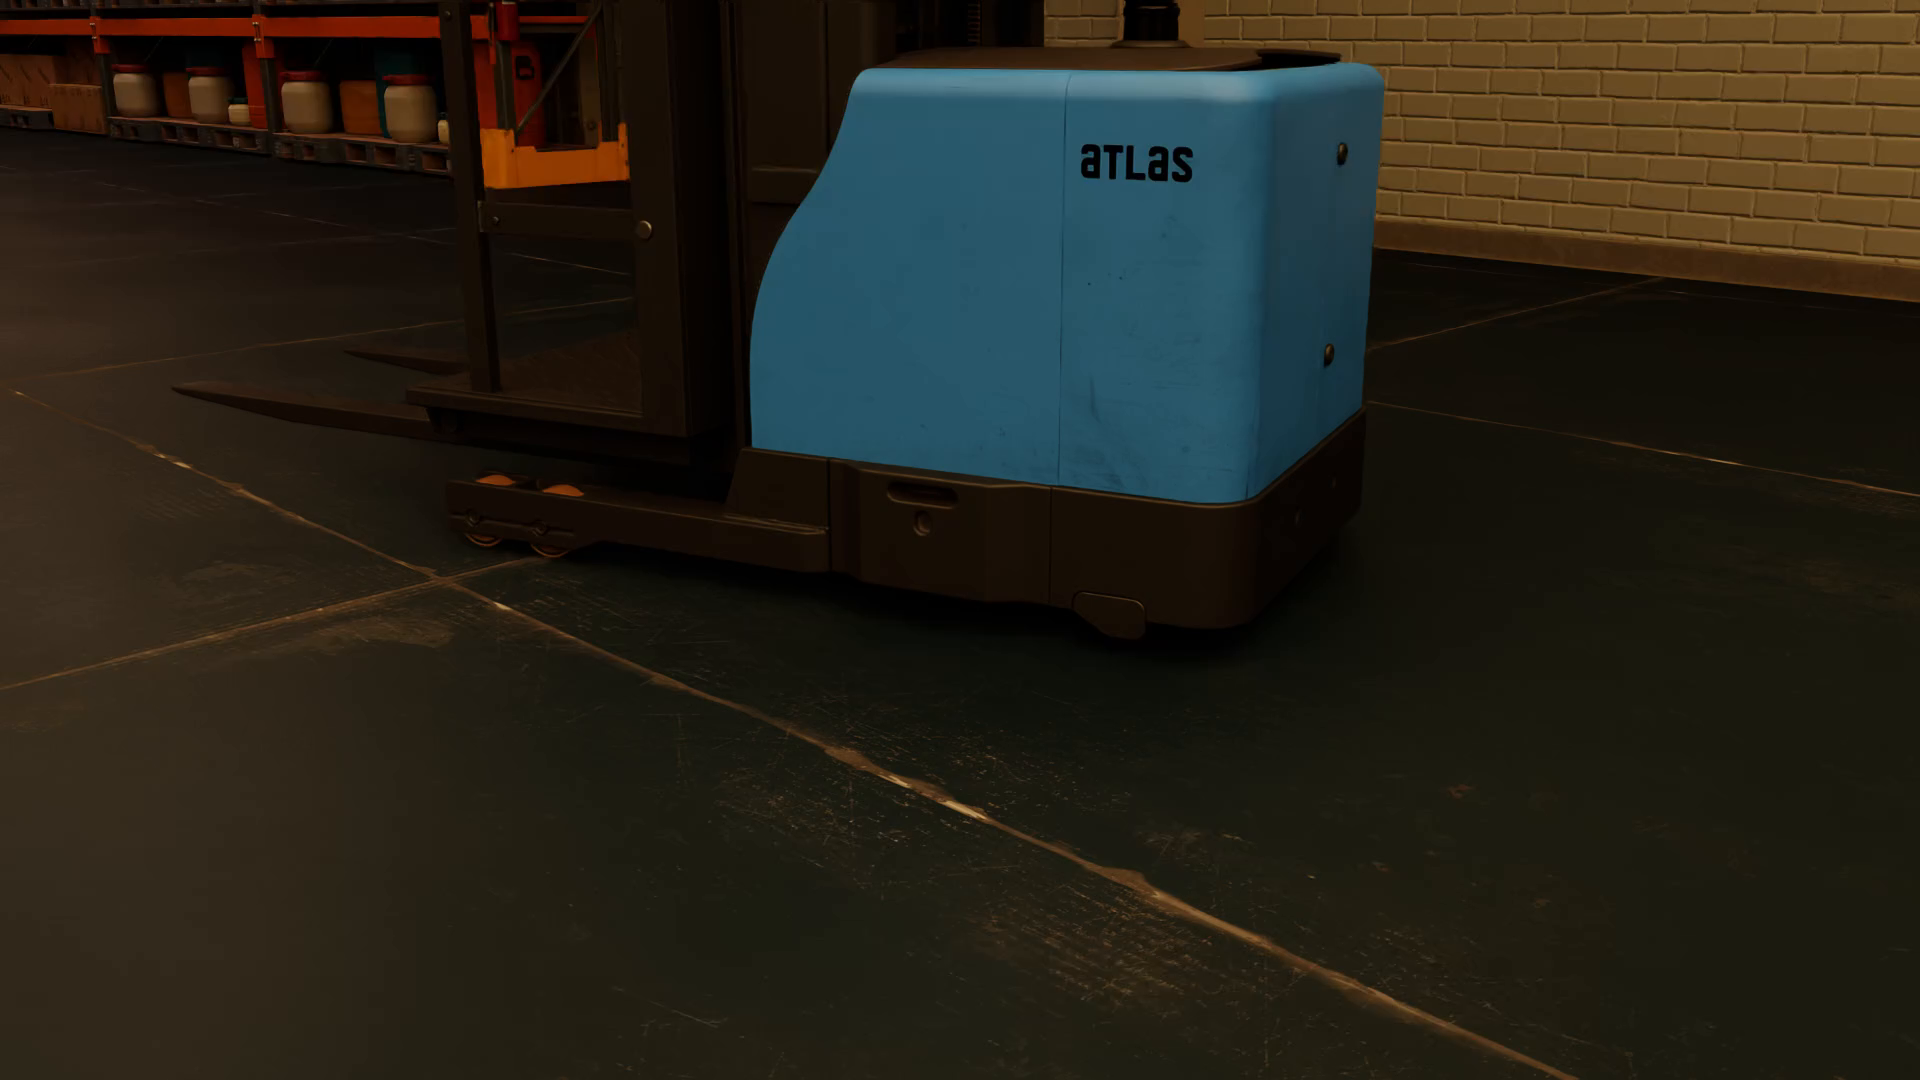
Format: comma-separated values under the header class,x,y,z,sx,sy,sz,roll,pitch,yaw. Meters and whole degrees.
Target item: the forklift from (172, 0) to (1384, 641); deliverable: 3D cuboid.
class,x,y,z,sx,sy,sz,roll,pitch,yaw
forklift,-0.615,-1.489,3.748,3.031,2.935,1.130,8,19,25
